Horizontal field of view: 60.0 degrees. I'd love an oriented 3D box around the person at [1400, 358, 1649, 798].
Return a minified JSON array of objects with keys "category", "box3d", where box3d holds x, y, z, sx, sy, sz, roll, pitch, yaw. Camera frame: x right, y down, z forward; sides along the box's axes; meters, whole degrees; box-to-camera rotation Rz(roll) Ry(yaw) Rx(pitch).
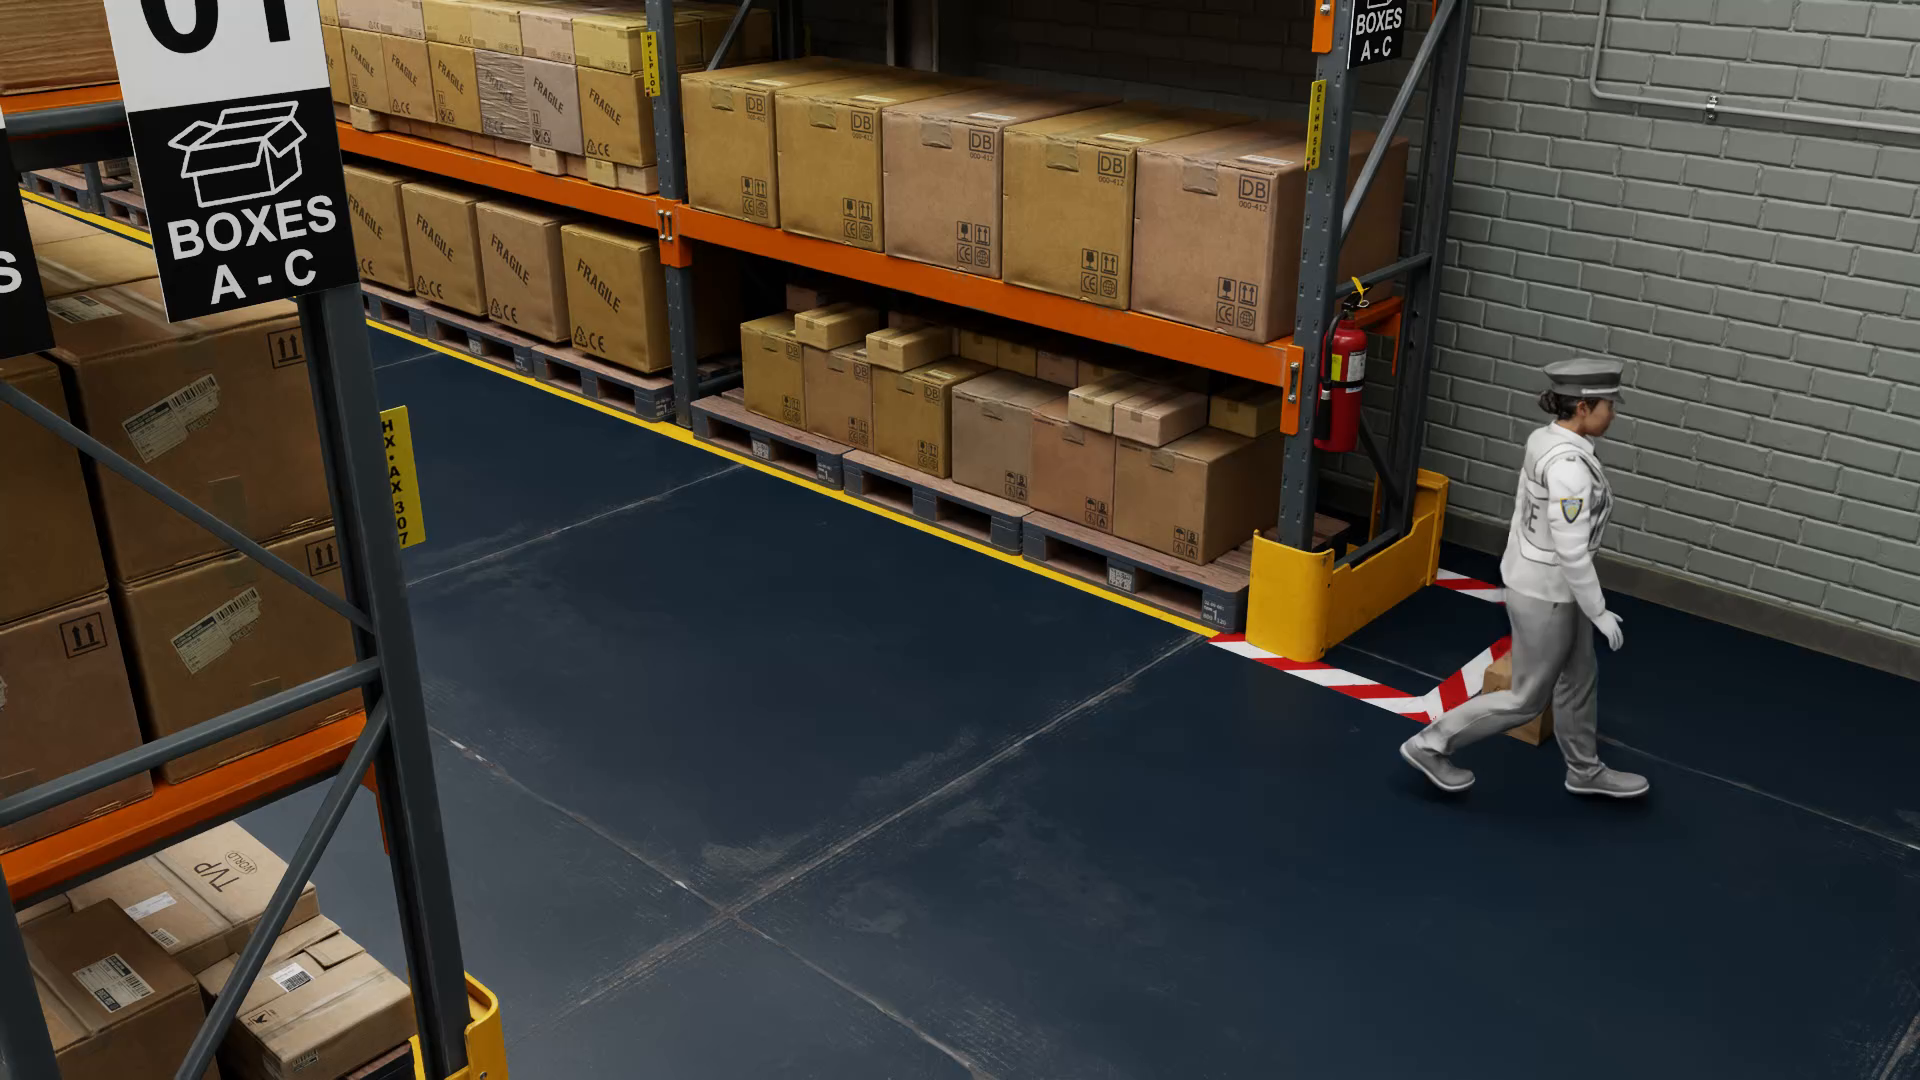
[{"category":"person","box3d":[2.034,0.175,5.703,0.885,1.629,0.508,6,25,12]}]
